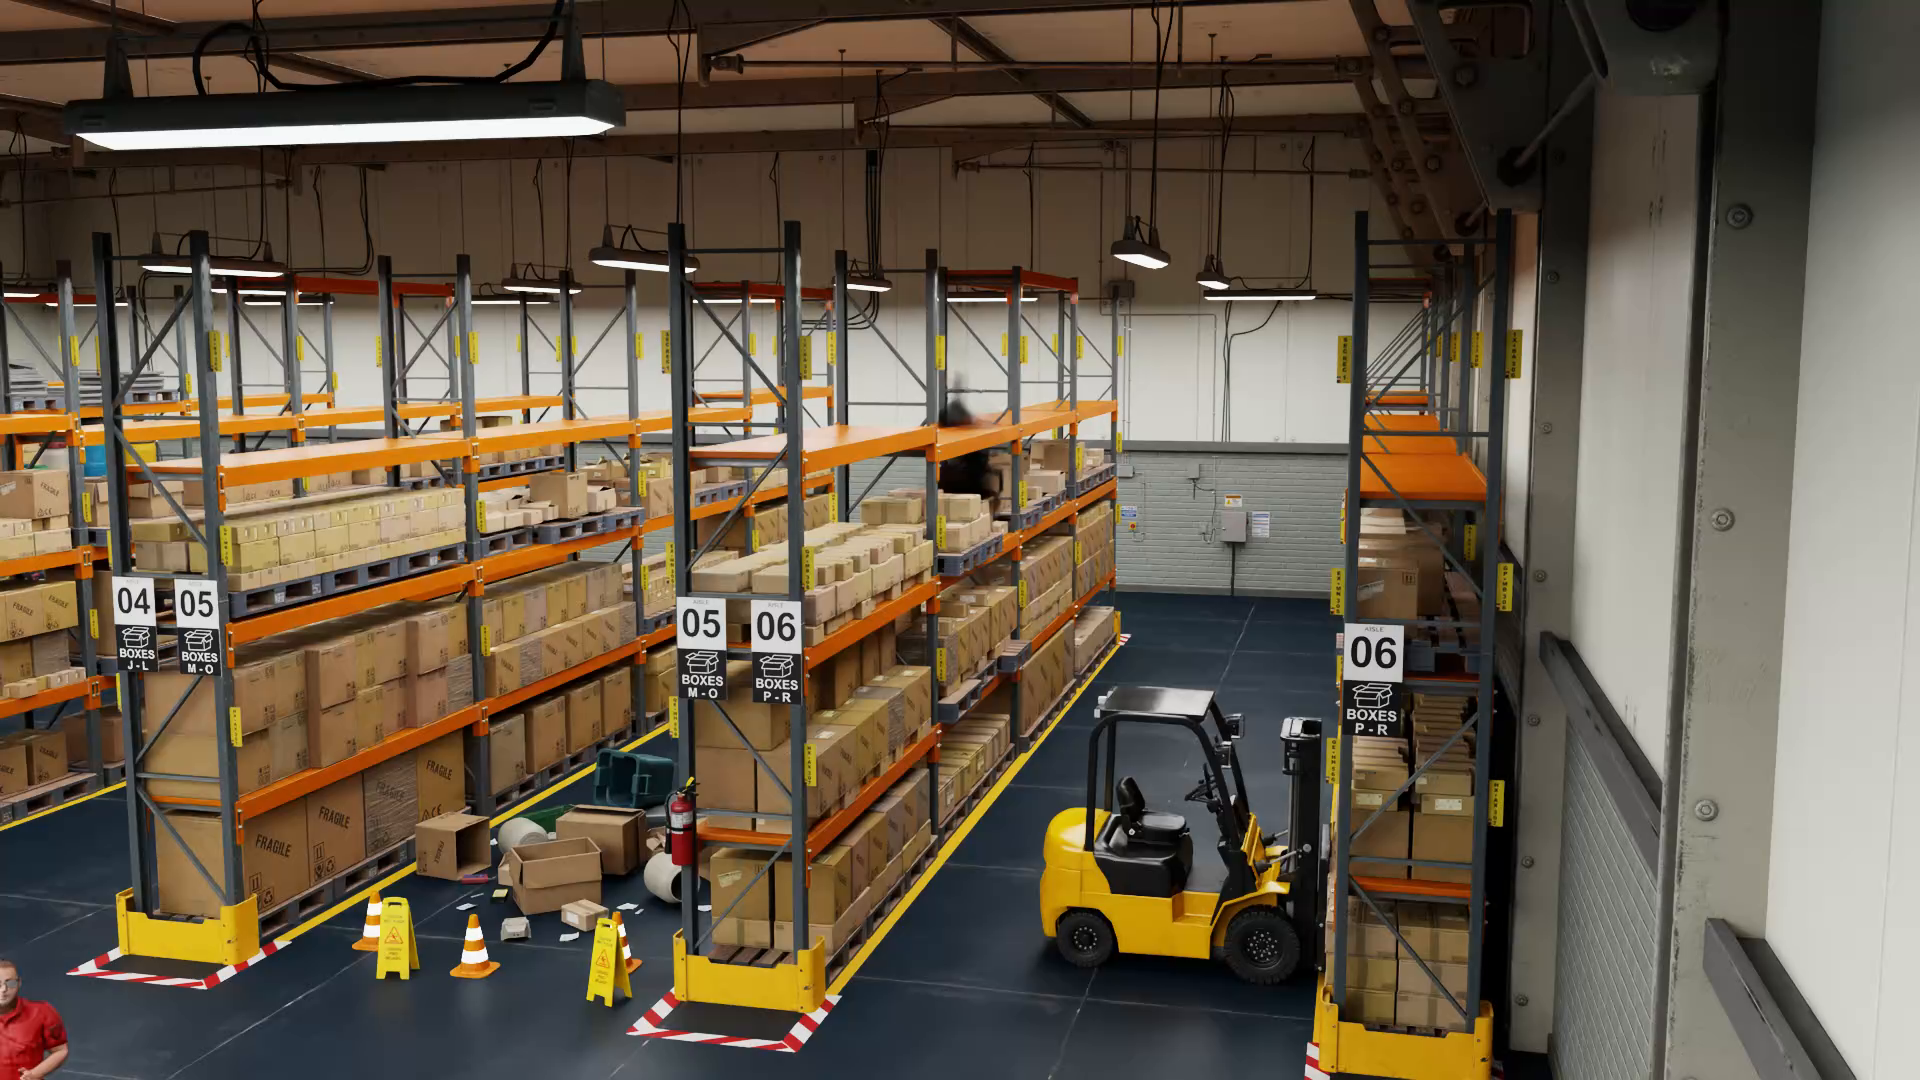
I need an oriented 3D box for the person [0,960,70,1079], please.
[{"bbox_3d":[-5.285,3.206,9.238,0.636,1.748,0.712,-5,9,-37],"label":"person"}]
